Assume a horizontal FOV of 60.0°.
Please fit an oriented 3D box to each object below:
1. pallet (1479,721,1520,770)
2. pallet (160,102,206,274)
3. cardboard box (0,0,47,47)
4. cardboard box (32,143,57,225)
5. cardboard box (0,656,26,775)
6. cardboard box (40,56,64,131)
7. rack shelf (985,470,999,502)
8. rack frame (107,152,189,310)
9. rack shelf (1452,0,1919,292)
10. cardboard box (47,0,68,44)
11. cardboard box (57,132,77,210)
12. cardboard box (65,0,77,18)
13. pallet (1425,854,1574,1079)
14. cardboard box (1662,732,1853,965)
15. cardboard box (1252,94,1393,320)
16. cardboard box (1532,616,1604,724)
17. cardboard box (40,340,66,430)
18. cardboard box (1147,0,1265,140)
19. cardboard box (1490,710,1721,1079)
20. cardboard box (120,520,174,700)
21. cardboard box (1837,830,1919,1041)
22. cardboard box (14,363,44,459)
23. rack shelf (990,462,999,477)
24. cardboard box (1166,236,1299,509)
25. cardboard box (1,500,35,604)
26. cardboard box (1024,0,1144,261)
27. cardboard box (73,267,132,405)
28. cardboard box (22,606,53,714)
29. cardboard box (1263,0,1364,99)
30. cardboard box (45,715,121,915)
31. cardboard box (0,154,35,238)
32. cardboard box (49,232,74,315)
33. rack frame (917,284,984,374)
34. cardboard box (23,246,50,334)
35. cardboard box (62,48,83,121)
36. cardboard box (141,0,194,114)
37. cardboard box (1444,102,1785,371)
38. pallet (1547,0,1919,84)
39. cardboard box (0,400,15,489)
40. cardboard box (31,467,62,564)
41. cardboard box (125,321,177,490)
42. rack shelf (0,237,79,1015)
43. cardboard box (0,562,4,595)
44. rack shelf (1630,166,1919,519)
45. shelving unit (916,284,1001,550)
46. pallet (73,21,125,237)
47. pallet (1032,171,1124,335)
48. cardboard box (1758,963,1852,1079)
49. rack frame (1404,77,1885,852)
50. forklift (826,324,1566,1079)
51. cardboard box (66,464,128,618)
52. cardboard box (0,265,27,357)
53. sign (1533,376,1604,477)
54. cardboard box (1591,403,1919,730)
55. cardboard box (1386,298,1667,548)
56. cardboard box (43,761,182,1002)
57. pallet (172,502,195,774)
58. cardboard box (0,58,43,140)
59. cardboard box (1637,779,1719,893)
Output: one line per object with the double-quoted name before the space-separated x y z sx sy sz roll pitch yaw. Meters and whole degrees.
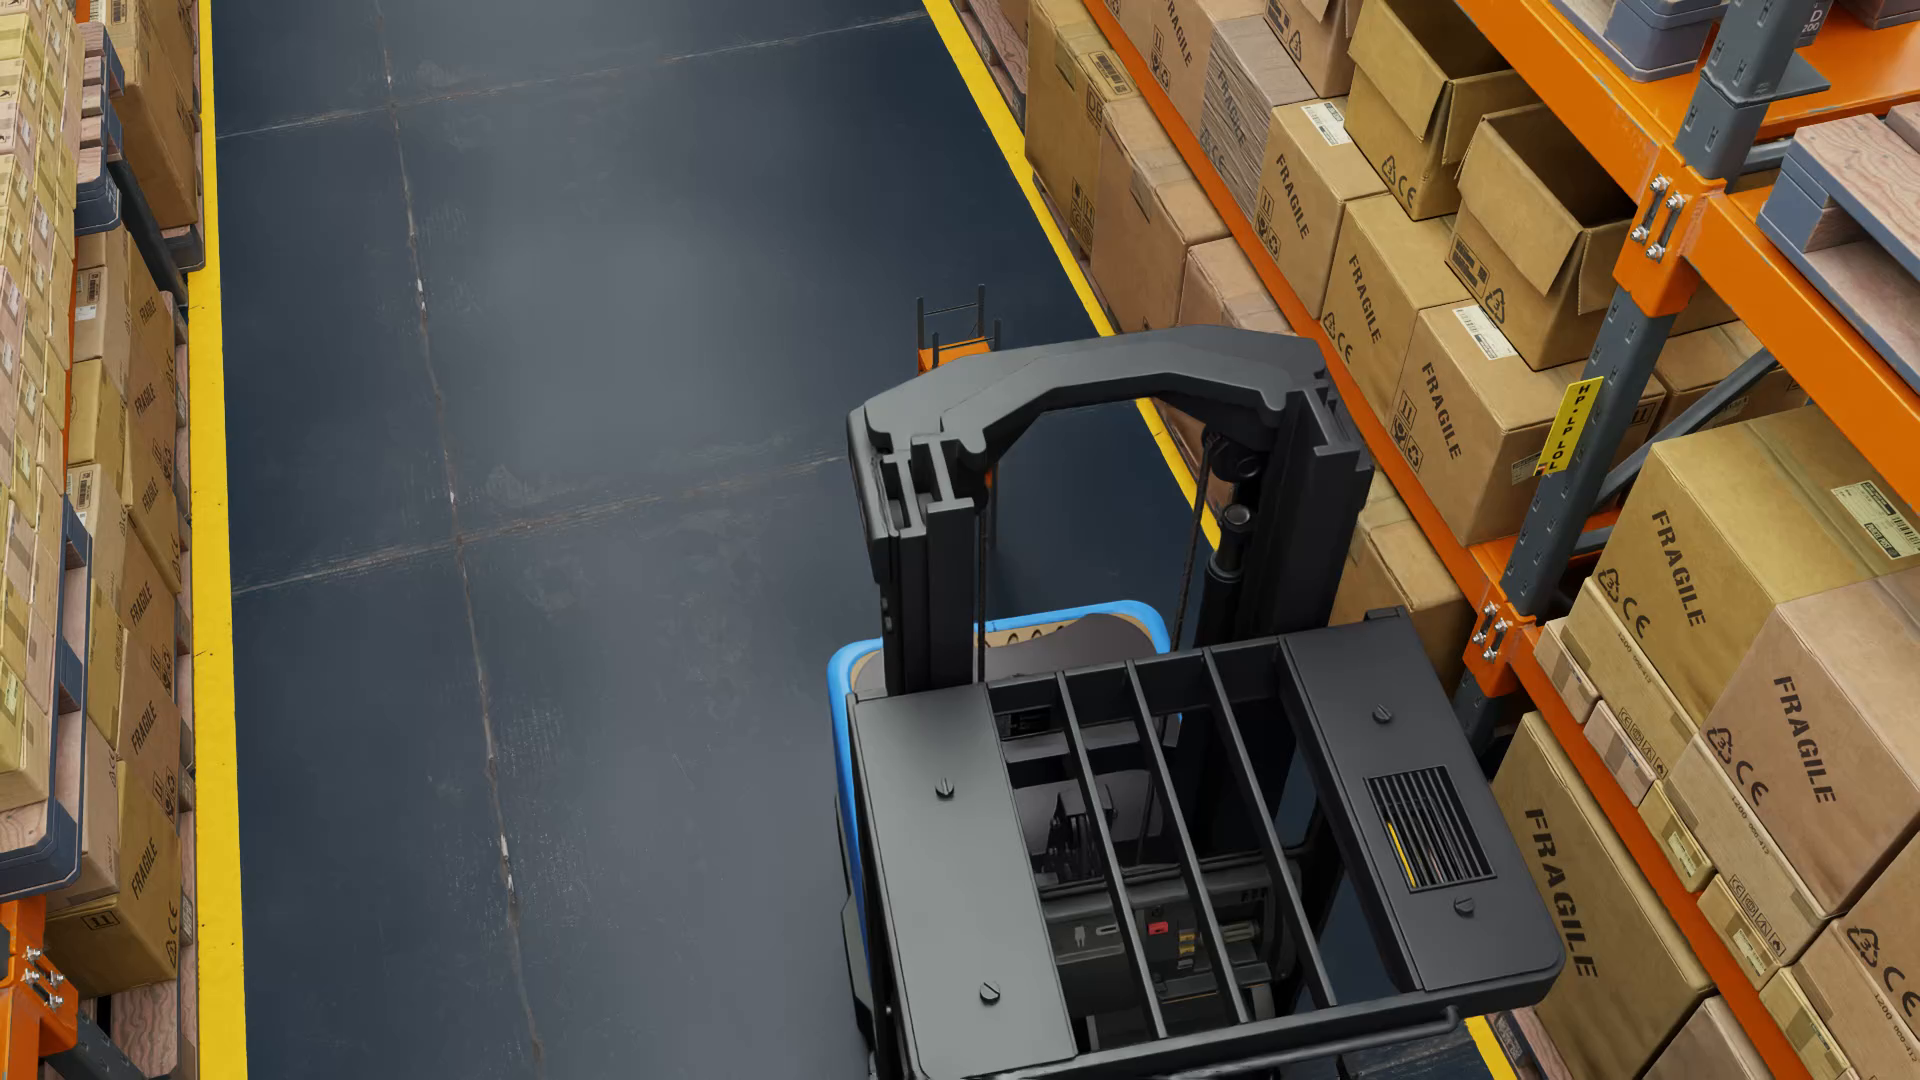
"pallet" 1.718 0.293 6.154 1.003 0.211 1.213 -13 51 -11
"pallet" -4.094 -1.627 7.773 1.003 0.211 1.213 -13 51 -11
"cardboard box" -3.278 -1.741 5.546 0.380 0.149 0.250 -14 51 -11
"cardboard box" -3.046 -1.074 5.178 0.380 0.149 0.250 -14 51 -11
"cardboard box" -2.427 0.447 3.896 0.380 0.149 0.250 -13 51 -10
"cardboard box" -3.191 -1.439 5.486 0.380 0.149 0.250 -12 51 -10
"rack shelf" -0.004 -0.214 6.307 0.258 0.103 0.180 -13 51 -11
"rack frame" -3.933 -1.933 6.207 1.000 3.000 0.127 -13 51 -11
"rack shelf" 1.427 -2.255 4.987 1.077 0.370 4.000 -13 51 -11
"cardboard box" -3.352 -1.825 5.812 0.380 0.149 0.250 -12 51 -10
"cardboard box" -3.129 -1.178 5.461 0.380 0.149 0.250 -14 51 -11
"cardboard box" -3.808 -2.354 6.497 0.500 0.500 0.500 -13 51 -11
"pallet" 2.168 1.413 5.211 1.003 0.211 1.213 -13 51 -11
"cardboard box" 2.049 0.660 3.925 0.500 0.250 0.500 -14 51 -11
"cardboard box" 1.318 -1.114 5.452 0.500 0.500 0.500 -14 51 -11
"cardboard box" 1.788 0.313 4.478 0.380 0.149 0.250 -13 51 -11
"cardboard box" -2.818 -0.410 4.813 0.380 0.149 0.250 -14 51 -12
"cardboard box" 1.029 -1.847 6.069 0.500 0.500 0.500 -14 51 -12
"cardboard box" 2.137 0.991 4.858 0.875 0.875 0.875 -13 51 -11
"cardboard box" -3.041 0.294 5.690 0.500 0.500 0.500 -13 51 -10
"cardboard box" 2.212 0.800 3.317 0.500 0.500 0.500 -15 51 -12
"cardboard box" -2.742 -0.317 4.540 0.380 0.149 0.250 -11 51 -10
"rack shelf" -0.004 -0.291 6.216 0.258 0.103 0.180 -13 51 -11
"cardboard box" 1.545 -0.625 6.220 1.225 0.875 0.875 -15 51 -12
"cardboard box" -2.582 0.069 4.214 0.380 0.149 0.250 -12 51 -10
"cardboard box" 1.019 -1.922 7.313 1.225 0.875 0.875 -15 52 -13
"cardboard box" -3.320 -0.698 6.036 0.500 0.250 0.500 -13 51 -10
"cardboard box" -2.514 0.341 4.180 0.380 0.149 0.250 -13 51 -10
"cardboard box" 1.431 -1.833 5.402 0.797 0.503 0.637 -12 51 -10
"cardboard box" -2.716 0.818 4.758 0.500 0.250 0.500 -15 52 -13
"cardboard box" -2.970 -0.980 4.904 0.380 0.149 0.250 -11 51 -9
"cardboard box" -2.973 -0.793 5.136 0.380 0.149 0.250 -12 51 -10
"rack frame" -0.031 -0.464 6.146 0.240 1.200 0.006 -13 51 -11
"cardboard box" -2.891 -0.695 4.859 0.380 0.149 0.250 -14 51 -12
"cardboard box" -3.276 -1.549 5.773 0.380 0.149 0.250 -13 51 -11
"cardboard box" -4.289 -2.446 7.837 1.050 0.750 0.750 -13 51 -10
"cardboard box" 1.821 -0.879 4.597 0.797 0.503 0.637 -15 51 -12
"pallet" 1.700 -1.623 4.109 0.805 0.209 1.217 -15 52 -12
"cardboard box" -2.660 -0.222 4.266 0.380 0.149 0.250 -14 51 -11
"cardboard box" -2.658 -0.026 4.489 0.380 0.149 0.250 -13 51 -11
"cardboard box" -3.338 -0.461 6.327 0.500 0.500 0.500 -11 51 -10
"rack shelf" -3.341 -0.240 5.251 1.077 0.370 4.000 -13 51 -11
"cardboard box" -2.515 0.149 3.953 0.380 0.149 0.250 -12 51 -10
"rack shelf" 2.610 0.667 2.524 1.077 0.370 4.000 -13 51 -11
"shelving unit" -0.004 -0.397 6.090 0.258 1.200 0.189 -13 51 -11
"pallet" -3.620 -1.375 5.862 1.213 0.211 1.003 -13 51 -11
"pallet" 0.996 -1.489 7.657 1.003 0.211 1.213 -13 51 -11
"cardboard box" 2.099 1.076 3.835 0.380 0.149 0.250 -14 51 -11
"rack frame" 2.018 -0.059 4.628 1.000 3.000 0.127 -13 51 -11
"forklift" 0.379 1.094 3.700 1.130 2.935 3.031 -8 50 -7
"cardboard box" -3.022 0.056 5.400 0.500 0.250 0.500 -12 51 -10
"cardboard box" -2.810 -0.593 4.578 0.380 0.149 0.250 -12 51 -10
"sign" 1.503 -0.277 4.106 0.100 0.325 0.005 -13 51 -11
"cardboard box" 1.916 0.059 3.941 0.500 0.500 0.500 -13 51 -11
"cardboard box" 1.619 -0.371 4.825 0.500 0.500 0.500 -13 51 -11
"cardboard box" -2.715 1.059 5.045 0.500 0.500 0.500 -12 51 -10
"pallet" -3.346 0.426 6.042 1.003 0.211 1.213 -13 51 -11
"cardboard box" -3.118 -1.355 5.221 0.380 0.149 0.250 -12 51 -10
"cardboard box" 1.944 0.697 4.154 0.380 0.149 0.250 -12 51 -10
